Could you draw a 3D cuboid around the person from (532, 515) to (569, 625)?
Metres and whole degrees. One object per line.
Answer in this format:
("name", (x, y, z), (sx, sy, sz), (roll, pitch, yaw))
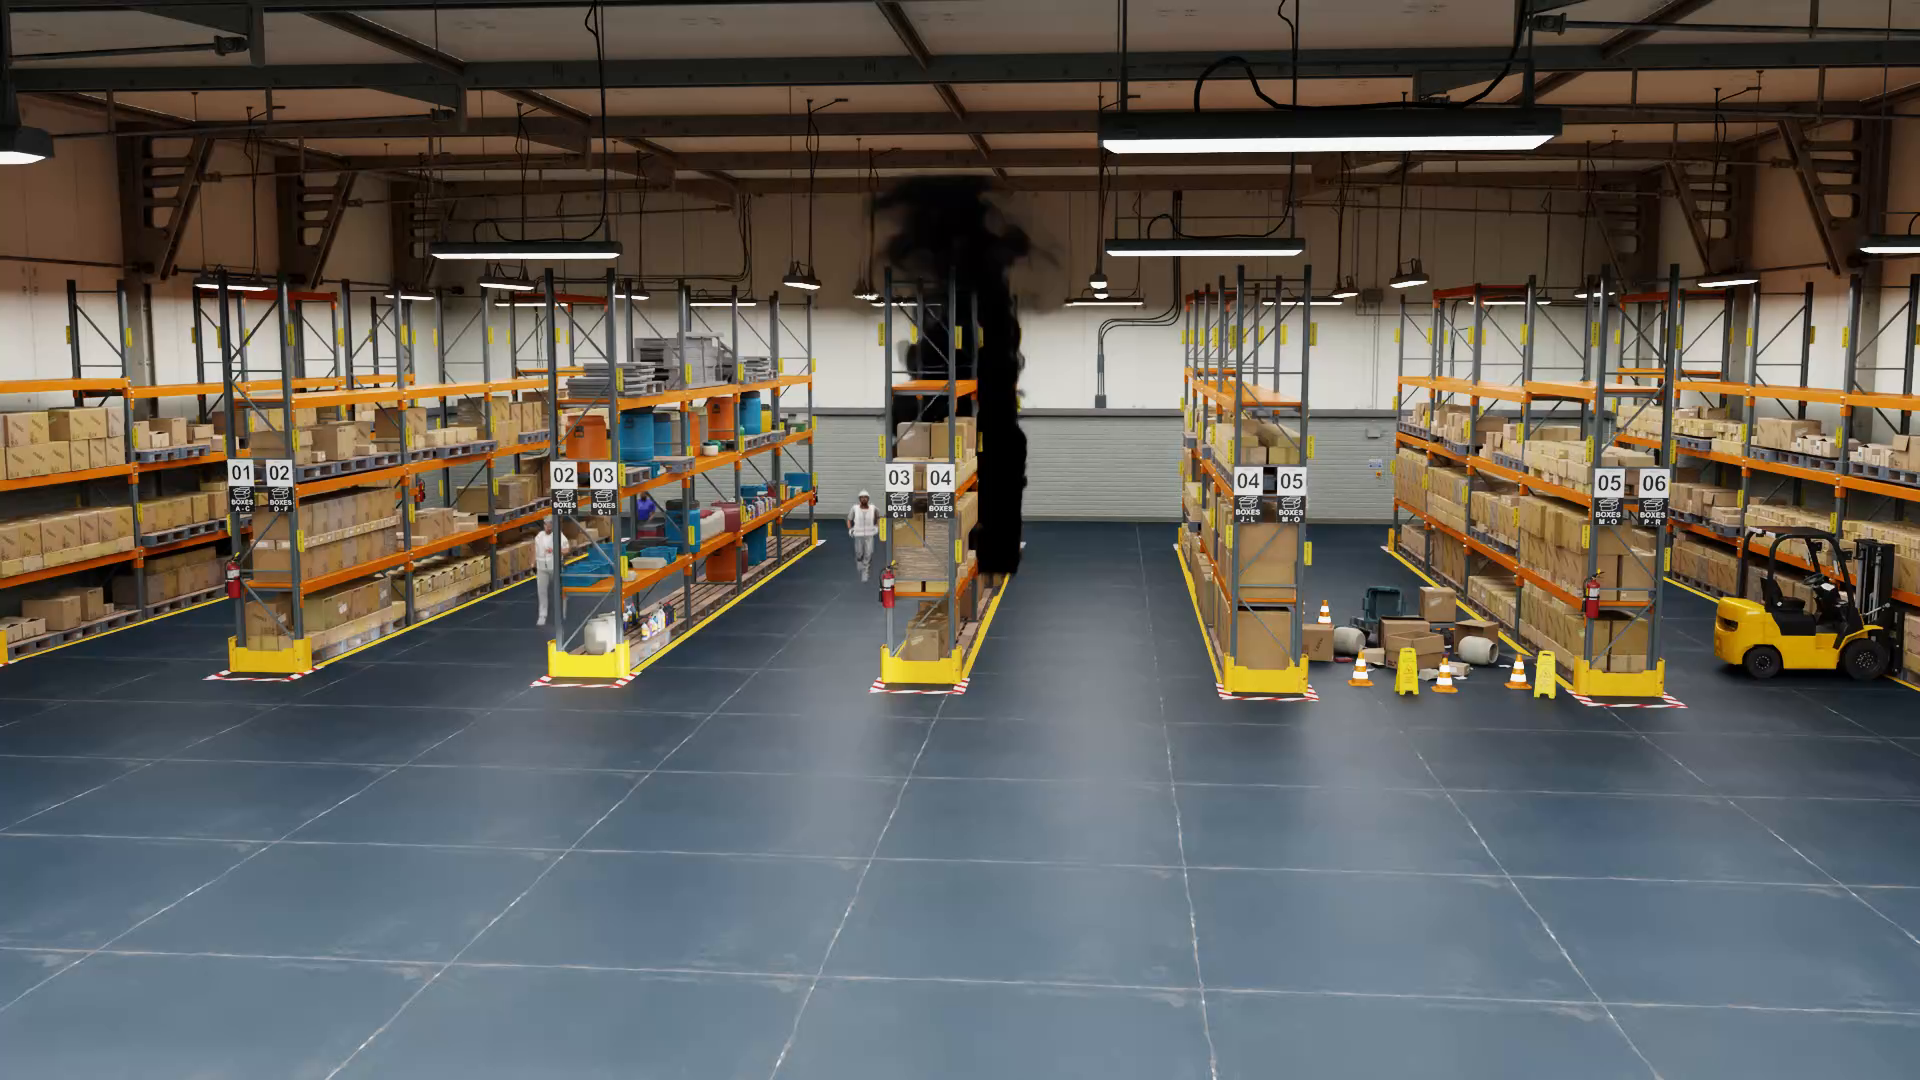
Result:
("person", (-6.780, 0.493, 27.494), (0.662, 1.828, 0.923), (0, 7, 2))

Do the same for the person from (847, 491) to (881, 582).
("person", (-1.868, -0.085, 32.450), (0.669, 1.759, 0.680), (-1, 7, -6))

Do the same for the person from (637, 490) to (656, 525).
("person", (-7.153, -0.351, 37.556), (0.559, 1.606, 0.586), (-1, 7, -10))
